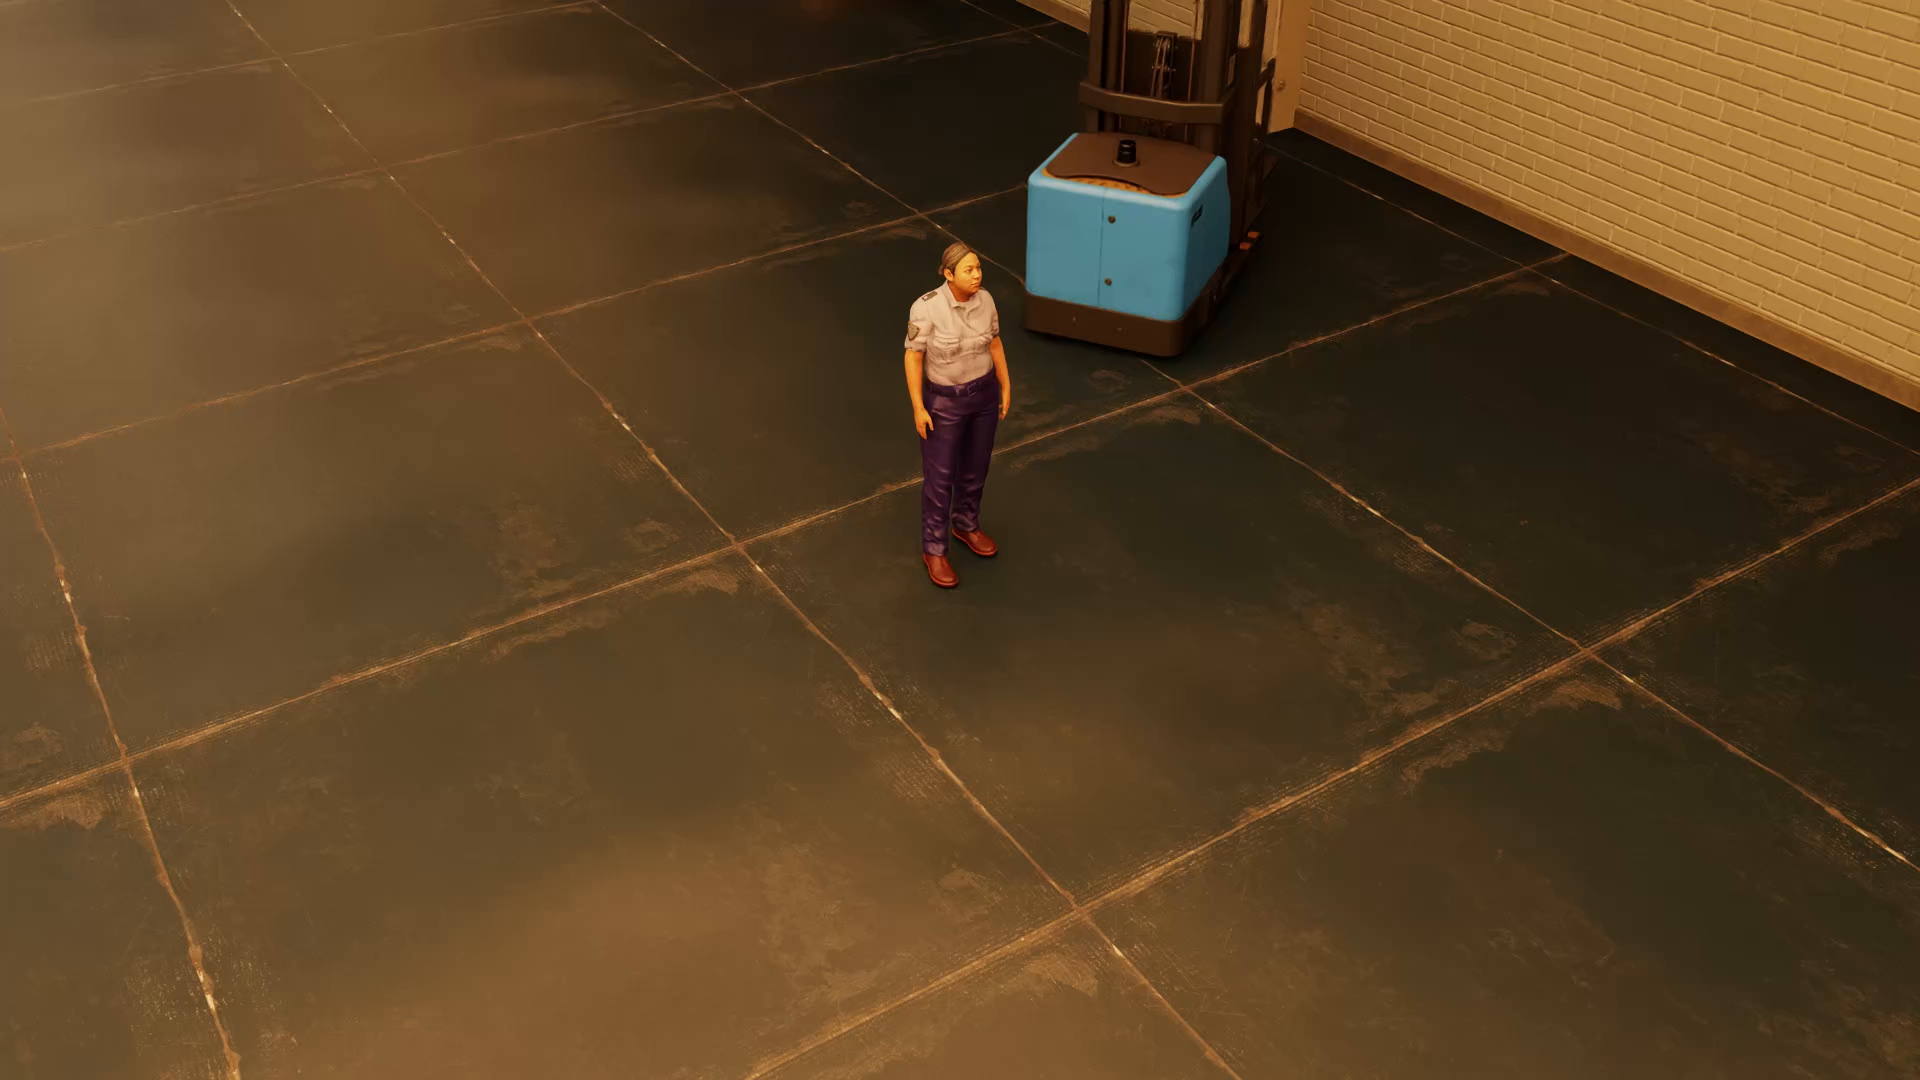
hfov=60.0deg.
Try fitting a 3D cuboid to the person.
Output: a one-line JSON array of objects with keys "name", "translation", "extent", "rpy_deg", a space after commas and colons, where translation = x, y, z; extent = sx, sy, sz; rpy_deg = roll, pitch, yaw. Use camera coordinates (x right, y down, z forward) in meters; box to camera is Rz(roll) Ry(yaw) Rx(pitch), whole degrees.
[{"name": "person", "translation": [0.030, -0.625, 8.150], "extent": [0.598, 1.640, 0.502], "rpy_deg": [-21, 40, -27]}]

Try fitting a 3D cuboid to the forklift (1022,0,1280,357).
[{"name": "forklift", "translation": [1.453, -3.156, 10.640], "extent": [1.130, 2.935, 3.031], "rpy_deg": [14, 38, 19]}]
